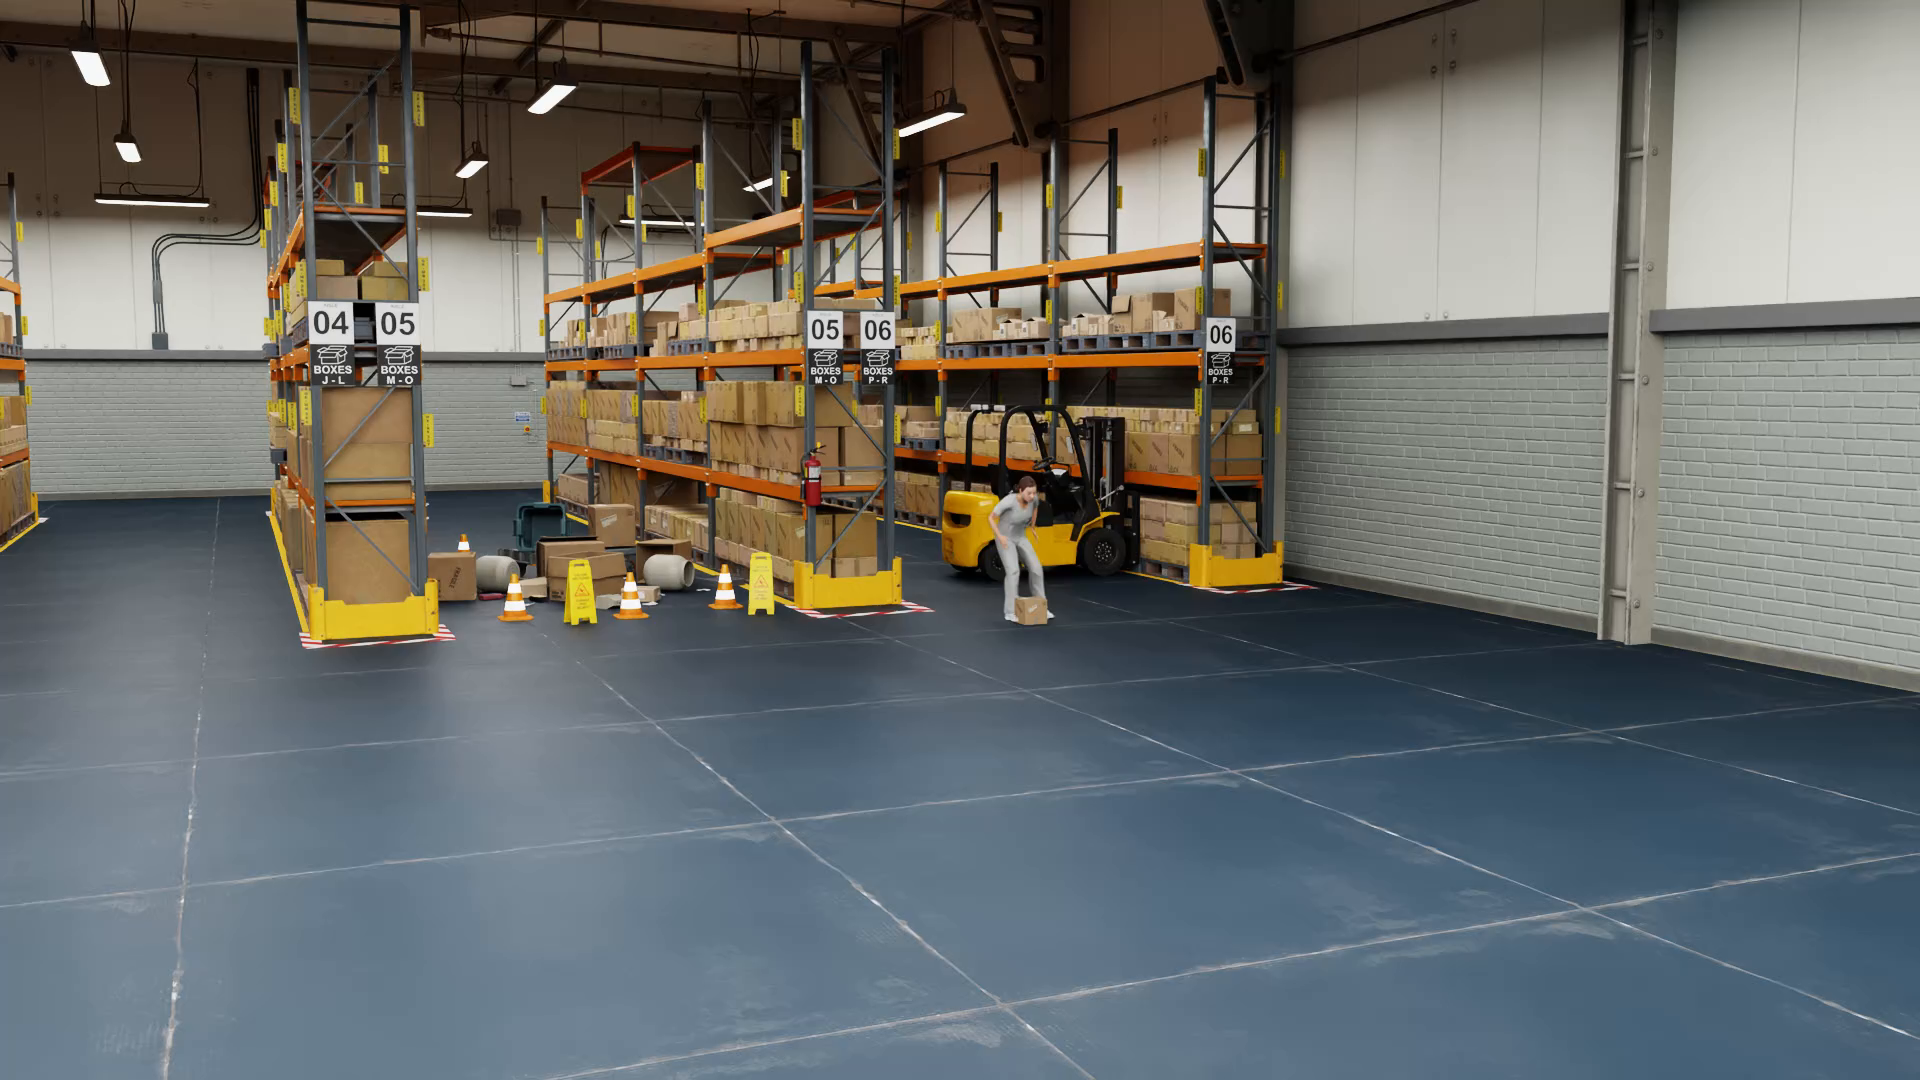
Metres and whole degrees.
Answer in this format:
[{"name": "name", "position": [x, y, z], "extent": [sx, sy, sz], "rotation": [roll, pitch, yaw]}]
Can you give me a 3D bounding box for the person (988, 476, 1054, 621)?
[{"name": "person", "position": [0.619, 0.075, 17.142], "extent": [0.651, 1.499, 0.626], "rotation": [-3, 6, -32]}]
